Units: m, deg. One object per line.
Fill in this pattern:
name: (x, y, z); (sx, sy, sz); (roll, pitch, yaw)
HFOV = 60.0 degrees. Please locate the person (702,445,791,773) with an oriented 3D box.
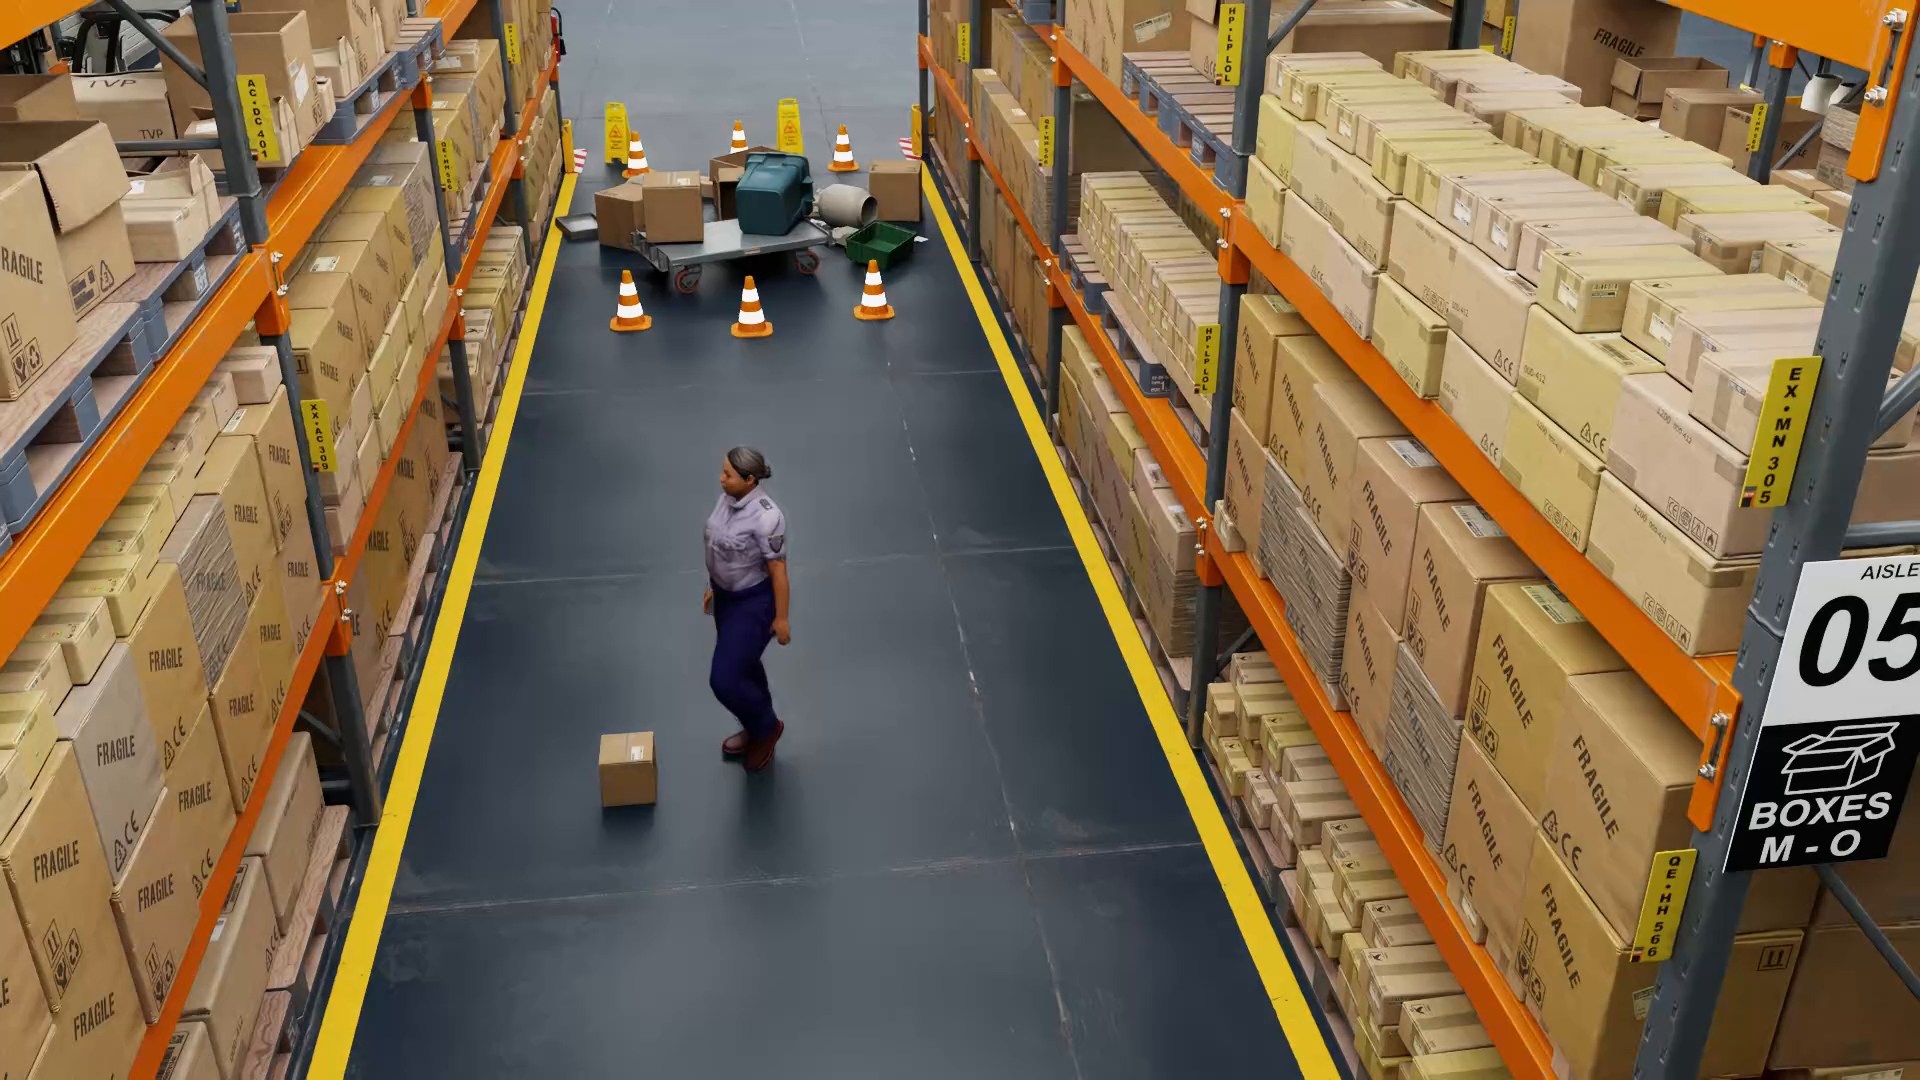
person: (-1.077, 0.326, 7.989); (0.452, 1.666, 0.528); (-16, 31, -28)
